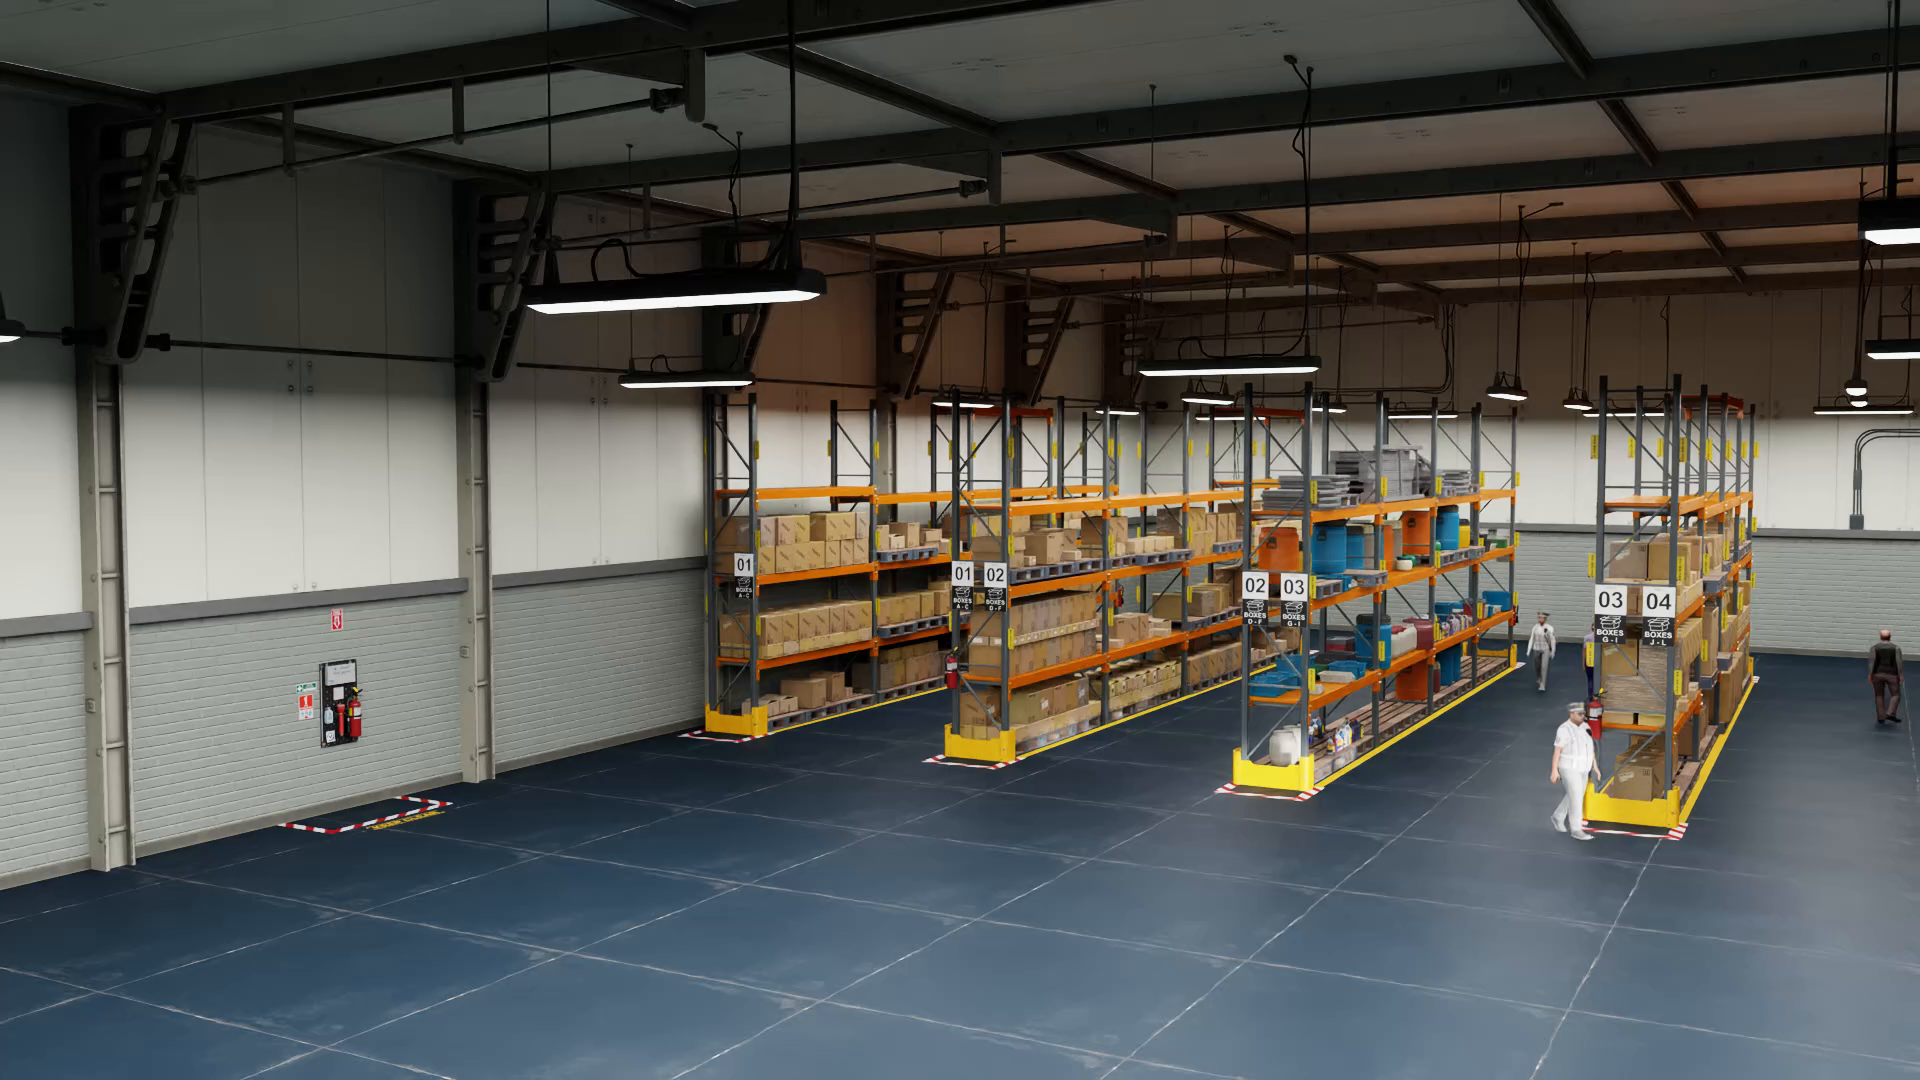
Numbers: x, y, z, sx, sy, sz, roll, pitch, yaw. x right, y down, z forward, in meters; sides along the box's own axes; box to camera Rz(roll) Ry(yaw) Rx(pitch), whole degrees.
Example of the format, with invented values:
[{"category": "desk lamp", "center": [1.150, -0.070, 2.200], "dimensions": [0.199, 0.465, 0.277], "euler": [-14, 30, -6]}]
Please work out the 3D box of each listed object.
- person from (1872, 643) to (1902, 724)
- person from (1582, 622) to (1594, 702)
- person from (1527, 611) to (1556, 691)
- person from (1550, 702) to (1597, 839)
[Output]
[{"category": "person", "center": [16.958, 2.618, 30.425], "dimensions": [0.513, 1.494, 0.537], "euler": [2, 4, 29]}, {"category": "person", "center": [14.596, 2.800, 25.612], "dimensions": [11.143, 1.651, 10.379], "euler": [2, 4, 30]}, {"category": "person", "center": [6.310, 1.429, 36.478], "dimensions": [12.555, 3.155, 3.378], "euler": [2, 3, 28]}, {"category": "person", "center": [7.988, 2.981, 21.632], "dimensions": [0.462, 1.785, 0.828], "euler": [-2, 4, -31]}]
